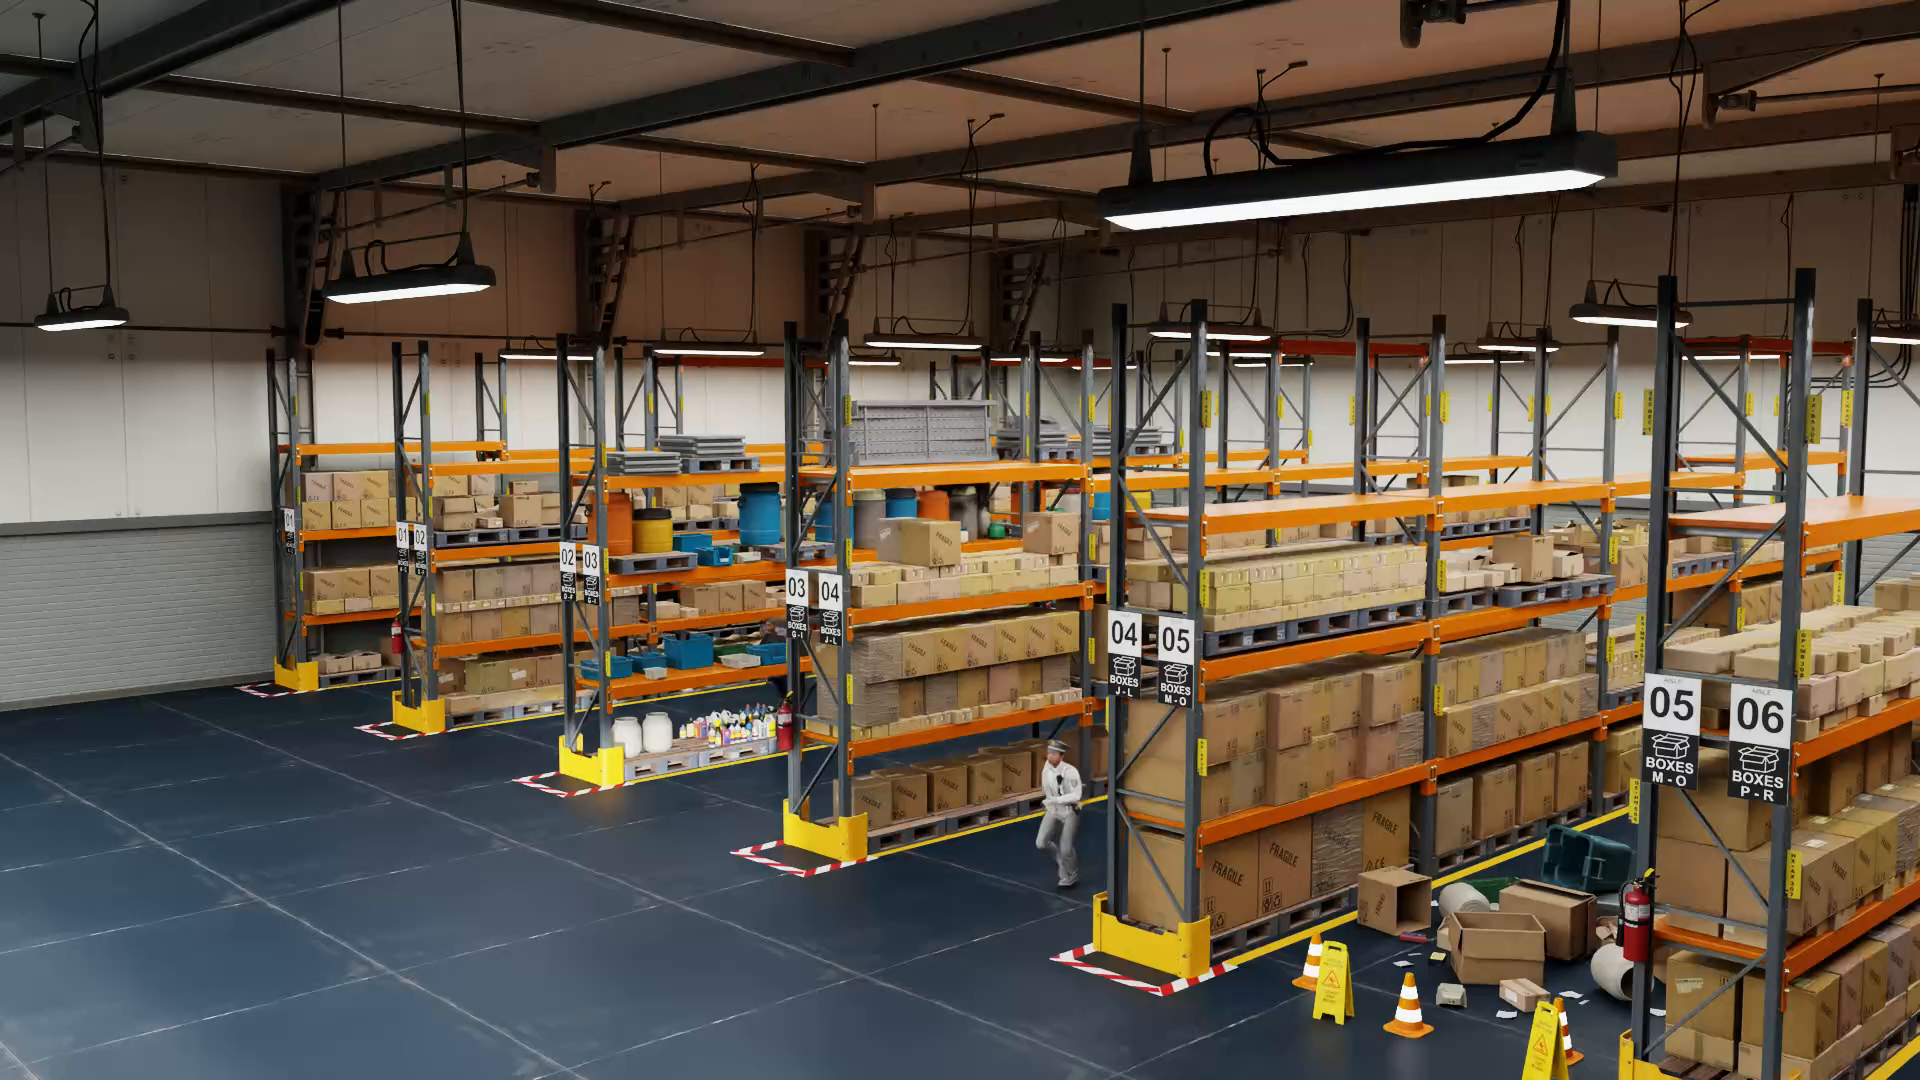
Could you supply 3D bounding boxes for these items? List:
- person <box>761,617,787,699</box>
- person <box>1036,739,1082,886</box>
[{"bbox_3d":[-3.102,2.010,28.017,0.628,1.468,0.863,2,5,22],"label":"person"},{"bbox_3d":[1.041,2.841,17.298,0.573,1.611,0.691,4,6,37],"label":"person"}]
